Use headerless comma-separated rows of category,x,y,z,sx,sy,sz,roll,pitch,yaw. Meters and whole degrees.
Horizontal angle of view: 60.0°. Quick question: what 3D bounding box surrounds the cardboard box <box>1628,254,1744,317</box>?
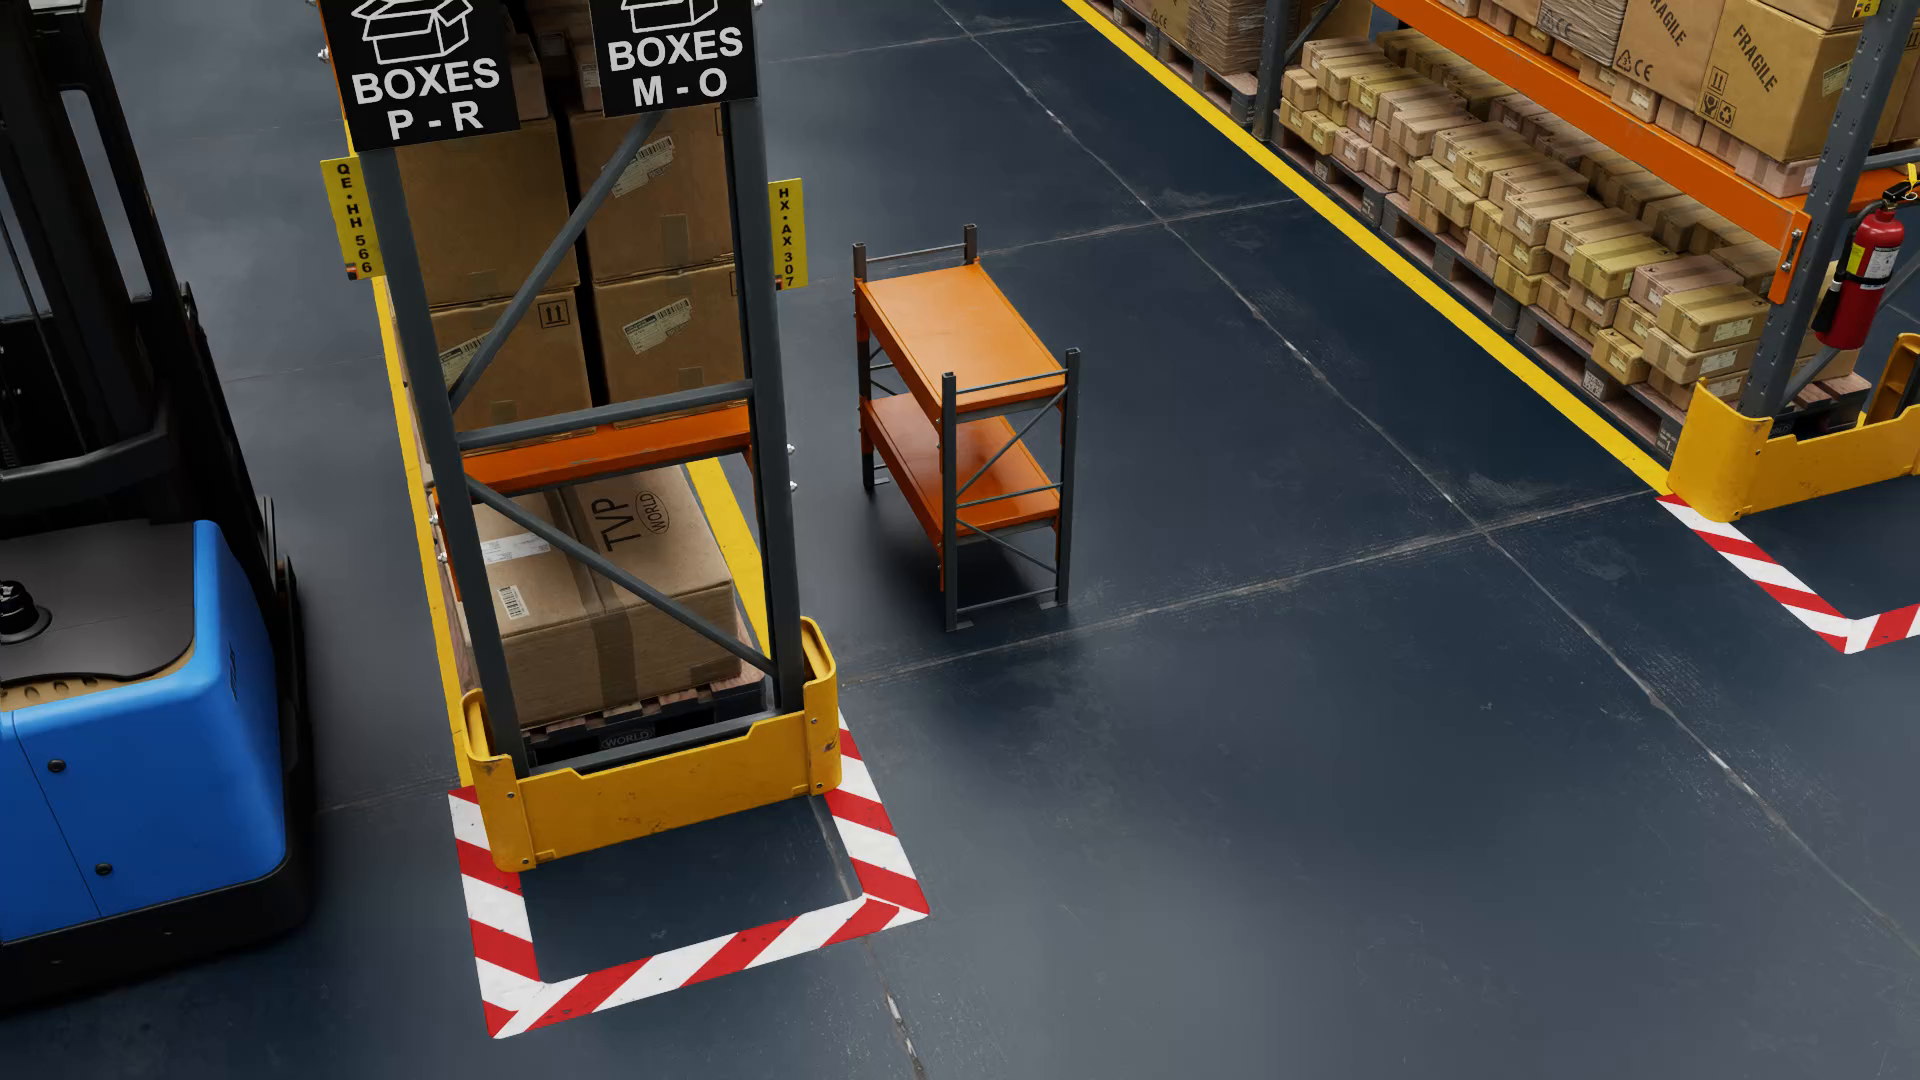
cardboard box,3.161,-1.099,7.242,0.380,0.149,0.250,-12,39,-15

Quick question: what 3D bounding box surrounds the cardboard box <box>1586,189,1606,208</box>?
cardboard box,3.167,-1.658,8.231,0.380,0.149,0.250,-11,38,-14

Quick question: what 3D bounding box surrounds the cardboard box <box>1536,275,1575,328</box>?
cardboard box,2.946,-1.144,7.796,0.380,0.149,0.250,-12,39,-15

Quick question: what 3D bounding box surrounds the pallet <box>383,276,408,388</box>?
pallet,-2.188,-1.050,7.969,1.003,0.211,1.213,-12,39,-16

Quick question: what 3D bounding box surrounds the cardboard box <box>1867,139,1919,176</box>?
cardboard box,3.810,-1.583,6.567,0.380,0.149,0.250,-13,39,-16

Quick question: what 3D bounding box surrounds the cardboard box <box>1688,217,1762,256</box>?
cardboard box,3.578,-1.365,7.595,0.380,0.149,0.250,-13,39,-16

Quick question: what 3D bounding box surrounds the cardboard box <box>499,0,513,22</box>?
cardboard box,-1.266,-1.699,5.599,0.500,0.500,0.500,-13,39,-16

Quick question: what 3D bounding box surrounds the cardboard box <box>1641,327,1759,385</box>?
cardboard box,3.164,-0.819,7.118,0.380,0.149,0.250,-13,39,-17

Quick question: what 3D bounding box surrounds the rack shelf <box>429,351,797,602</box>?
rack shelf,-1.688,-1.193,6.438,1.077,0.370,4.000,-12,39,-16

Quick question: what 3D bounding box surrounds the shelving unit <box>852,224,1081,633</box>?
shelving unit,0.002,-0.445,6.407,0.538,1.125,1.048,-12,39,-16

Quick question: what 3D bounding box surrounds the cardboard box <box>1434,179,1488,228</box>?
cardboard box,2.602,-1.701,8.288,0.380,0.149,0.250,-12,39,-15

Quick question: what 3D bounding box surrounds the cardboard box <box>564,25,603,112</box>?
cardboard box,-0.862,-1.307,4.538,0.380,0.149,0.250,-12,39,-15

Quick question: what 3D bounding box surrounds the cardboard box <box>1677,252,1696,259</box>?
cardboard box,3.466,-1.216,7.644,0.380,0.149,0.250,-12,39,-15

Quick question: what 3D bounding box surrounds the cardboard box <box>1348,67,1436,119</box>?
cardboard box,2.334,-2.420,8.996,0.380,0.149,0.250,-13,39,-17

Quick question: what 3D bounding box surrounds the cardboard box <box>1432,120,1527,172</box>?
cardboard box,2.627,-1.980,8.412,0.380,0.149,0.250,-14,39,-18

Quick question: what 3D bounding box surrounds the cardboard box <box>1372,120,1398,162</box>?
cardboard box,2.441,-2.161,8.899,0.380,0.149,0.250,-14,39,-18

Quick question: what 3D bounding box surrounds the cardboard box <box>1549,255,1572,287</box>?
cardboard box,2.988,-1.285,7.737,0.380,0.149,0.250,-13,39,-16

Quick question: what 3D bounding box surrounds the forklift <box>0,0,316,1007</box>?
forklift,-2.993,-0.681,5.218,1.130,2.935,3.031,-13,39,-16

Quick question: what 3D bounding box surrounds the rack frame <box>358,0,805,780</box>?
rack frame,-0.999,-0.350,4.722,1.000,3.000,0.127,-12,39,-16

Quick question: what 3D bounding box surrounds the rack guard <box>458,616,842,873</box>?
rack guard,-0.991,0.662,5.456,1.175,0.500,0.348,-12,39,-16

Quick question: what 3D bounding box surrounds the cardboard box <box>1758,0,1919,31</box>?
cardboard box,3.223,-2.197,6.013,0.500,0.500,0.500,-13,39,-17

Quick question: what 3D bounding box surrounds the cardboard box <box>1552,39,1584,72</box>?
cardboard box,2.876,-2.203,7.391,0.380,0.149,0.250,-14,39,-18

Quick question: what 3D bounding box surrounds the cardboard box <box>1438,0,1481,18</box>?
cardboard box,2.526,-2.630,7.957,0.380,0.149,0.250,-11,38,-14

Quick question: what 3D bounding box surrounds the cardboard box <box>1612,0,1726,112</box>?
cardboard box,3.045,-2.084,6.693,0.500,0.500,0.500,-13,39,-17

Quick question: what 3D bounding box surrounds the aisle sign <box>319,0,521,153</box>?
aisle sign,-1.266,-1.284,3.801,0.394,0.787,0.004,-12,39,-16

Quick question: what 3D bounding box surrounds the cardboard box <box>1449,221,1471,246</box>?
cardboard box,2.708,-1.592,8.390,0.380,0.149,0.250,-11,38,-15

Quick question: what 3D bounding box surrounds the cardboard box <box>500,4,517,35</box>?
cardboard box,-1.421,-1.348,4.594,0.380,0.149,0.250,-12,39,-15

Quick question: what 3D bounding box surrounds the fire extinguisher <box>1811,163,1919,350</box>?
fire extinguisher,3.267,-1.015,5.978,0.296,0.674,0.183,-12,39,-16

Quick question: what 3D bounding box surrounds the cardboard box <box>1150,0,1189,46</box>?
cardboard box,1.570,-3.517,10.655,0.500,0.500,0.500,-13,39,-17

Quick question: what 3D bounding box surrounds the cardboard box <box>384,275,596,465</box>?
cardboard box,-1.414,-0.608,4.981,0.500,0.500,0.500,-12,39,-16

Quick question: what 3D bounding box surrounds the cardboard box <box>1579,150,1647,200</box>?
cardboard box,3.281,-1.805,8.179,0.380,0.149,0.250,-12,39,-15

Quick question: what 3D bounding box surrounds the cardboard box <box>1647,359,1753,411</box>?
cardboard box,3.237,-0.715,7.227,0.380,0.149,0.250,-12,39,-15

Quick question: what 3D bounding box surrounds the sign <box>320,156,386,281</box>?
sign,-1.514,-0.803,4.164,0.100,0.325,0.005,-12,39,-16

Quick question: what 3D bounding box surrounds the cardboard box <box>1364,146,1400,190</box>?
cardboard box,2.421,-2.036,8.980,0.380,0.149,0.250,-13,39,-17

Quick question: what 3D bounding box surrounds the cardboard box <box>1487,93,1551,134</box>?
cardboard box,3.017,-2.240,8.756,0.380,0.149,0.250,-14,39,-18

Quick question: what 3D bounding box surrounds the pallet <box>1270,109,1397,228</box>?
pallet,2.501,-2.206,9.503,1.003,0.211,1.213,-12,39,-16

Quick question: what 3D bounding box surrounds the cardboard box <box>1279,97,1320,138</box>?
cardboard box,2.061,-2.449,9.528,0.380,0.149,0.250,-14,39,-18

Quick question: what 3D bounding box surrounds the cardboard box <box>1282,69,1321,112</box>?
cardboard box,2.061,-2.569,9.440,0.380,0.149,0.250,-11,38,-14

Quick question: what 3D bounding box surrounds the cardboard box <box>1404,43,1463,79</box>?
cardboard box,2.729,-2.675,9.335,0.380,0.149,0.250,-12,39,-15

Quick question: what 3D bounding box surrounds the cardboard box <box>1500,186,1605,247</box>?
cardboard box,2.778,-1.519,7.799,0.380,0.149,0.250,-11,38,-14

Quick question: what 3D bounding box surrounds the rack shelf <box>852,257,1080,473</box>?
rack shelf,0.002,-0.679,6.230,0.538,0.278,1.000,-12,39,-16

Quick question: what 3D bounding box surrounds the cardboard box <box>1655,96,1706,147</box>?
cardboard box,3.085,-1.744,6.781,0.380,0.149,0.250,-13,39,-16
